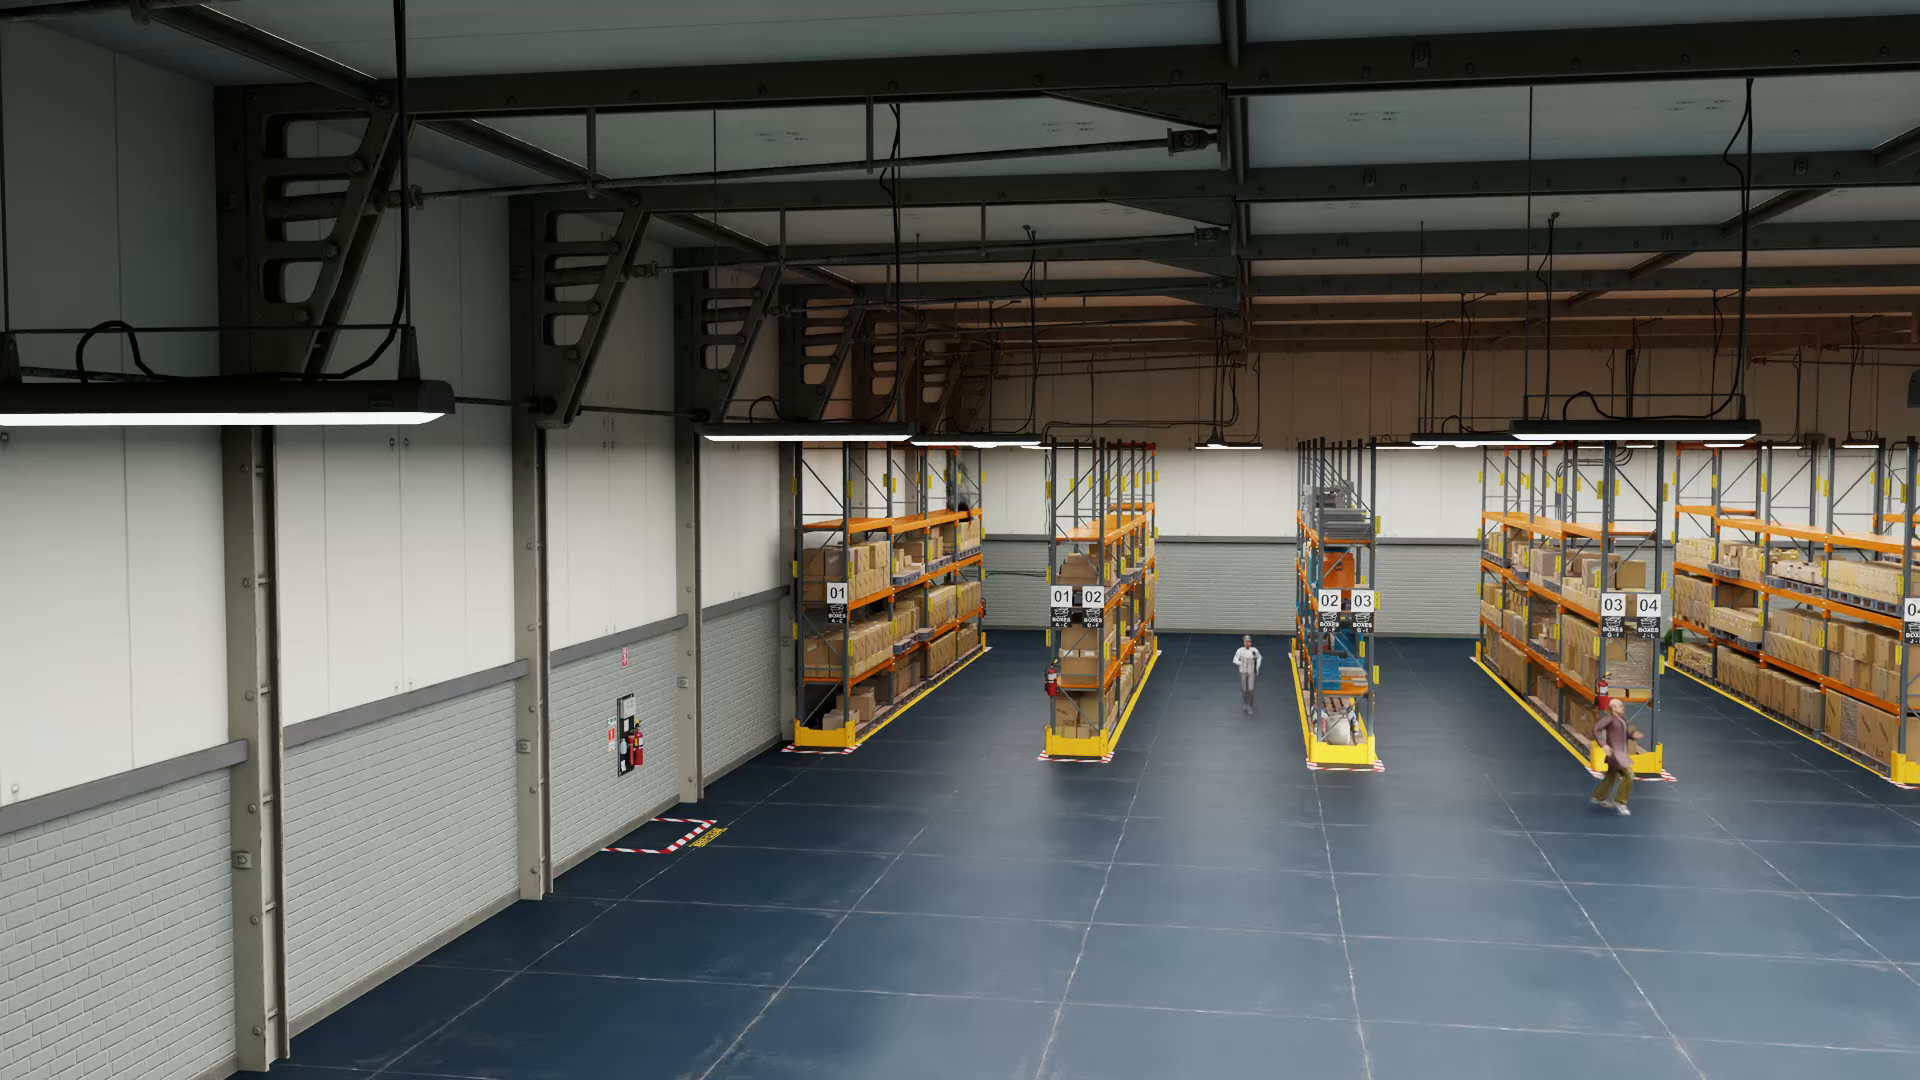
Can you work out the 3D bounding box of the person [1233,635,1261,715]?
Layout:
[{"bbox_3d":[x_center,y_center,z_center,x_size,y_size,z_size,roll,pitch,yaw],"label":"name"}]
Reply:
[{"bbox_3d":[6.287,2.957,36.527,0.567,1.755,0.752,1,3,13],"label":"person"}]

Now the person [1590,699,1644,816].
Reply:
[{"bbox_3d":[10.412,3.443,26.385,0.820,1.843,0.674,2,4,35],"label":"person"}]

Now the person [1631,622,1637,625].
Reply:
[{"bbox_3d":[18.287,2.520,45.663,0.557,1.625,0.712,-1,3,-14],"label":"person"}]

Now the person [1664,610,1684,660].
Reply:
[{"bbox_3d":[19.753,2.445,45.678,0.673,1.813,0.676,0,3,1],"label":"person"}]
